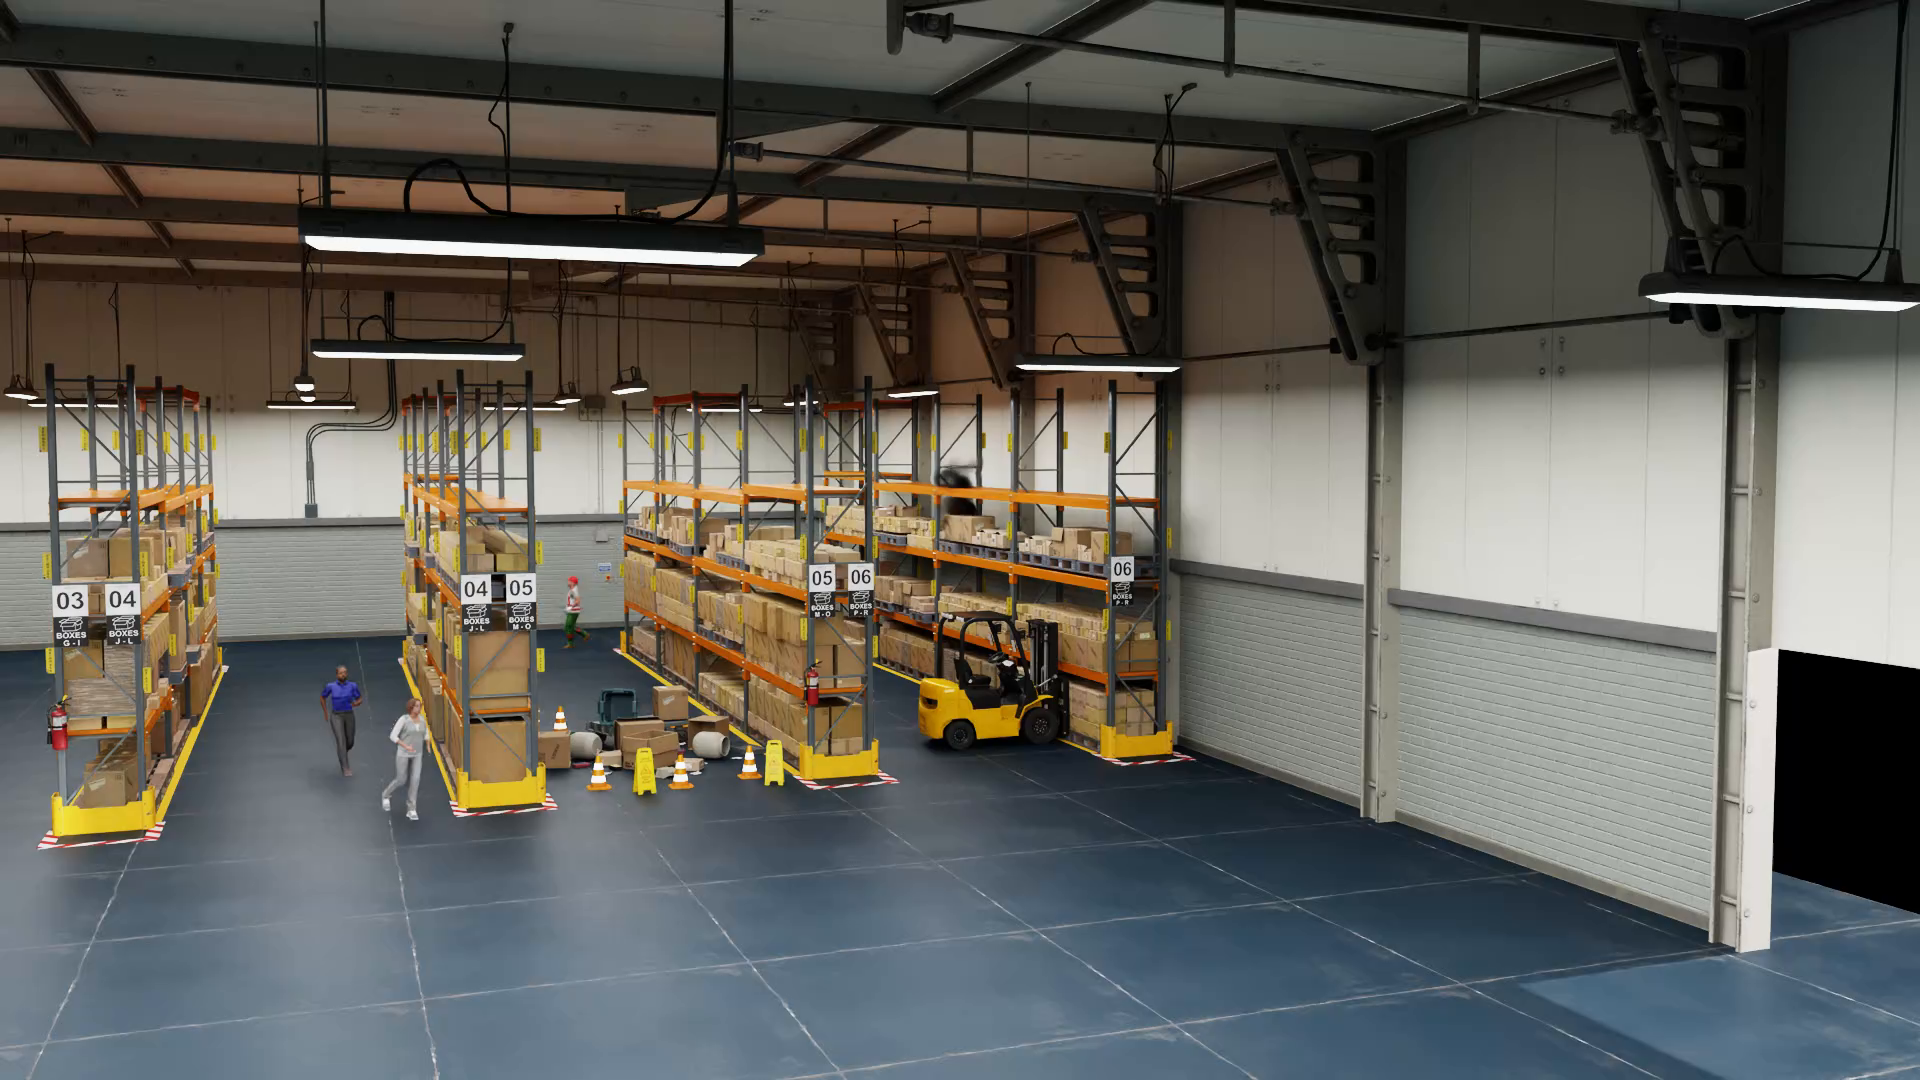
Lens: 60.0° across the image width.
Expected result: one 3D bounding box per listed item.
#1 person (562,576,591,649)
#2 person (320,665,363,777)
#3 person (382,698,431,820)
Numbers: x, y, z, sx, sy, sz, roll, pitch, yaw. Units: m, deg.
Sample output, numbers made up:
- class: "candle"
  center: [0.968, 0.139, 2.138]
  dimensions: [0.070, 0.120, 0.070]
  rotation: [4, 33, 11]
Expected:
- class: "person"
  center: [-9.346, 1.763, 40.483]
  dimensions: [0.688, 1.765, 0.682]
  rotation: [-1, 3, -13]
- class: "person"
  center: [-9.323, 2.701, 25.091]
  dimensions: [0.578, 1.635, 0.846]
  rotation: [-2, 4, -33]
- class: "person"
  center: [-7.367, 2.907, 22.334]
  dimensions: [0.763, 1.586, 0.595]
  rotation: [3, 5, 43]
